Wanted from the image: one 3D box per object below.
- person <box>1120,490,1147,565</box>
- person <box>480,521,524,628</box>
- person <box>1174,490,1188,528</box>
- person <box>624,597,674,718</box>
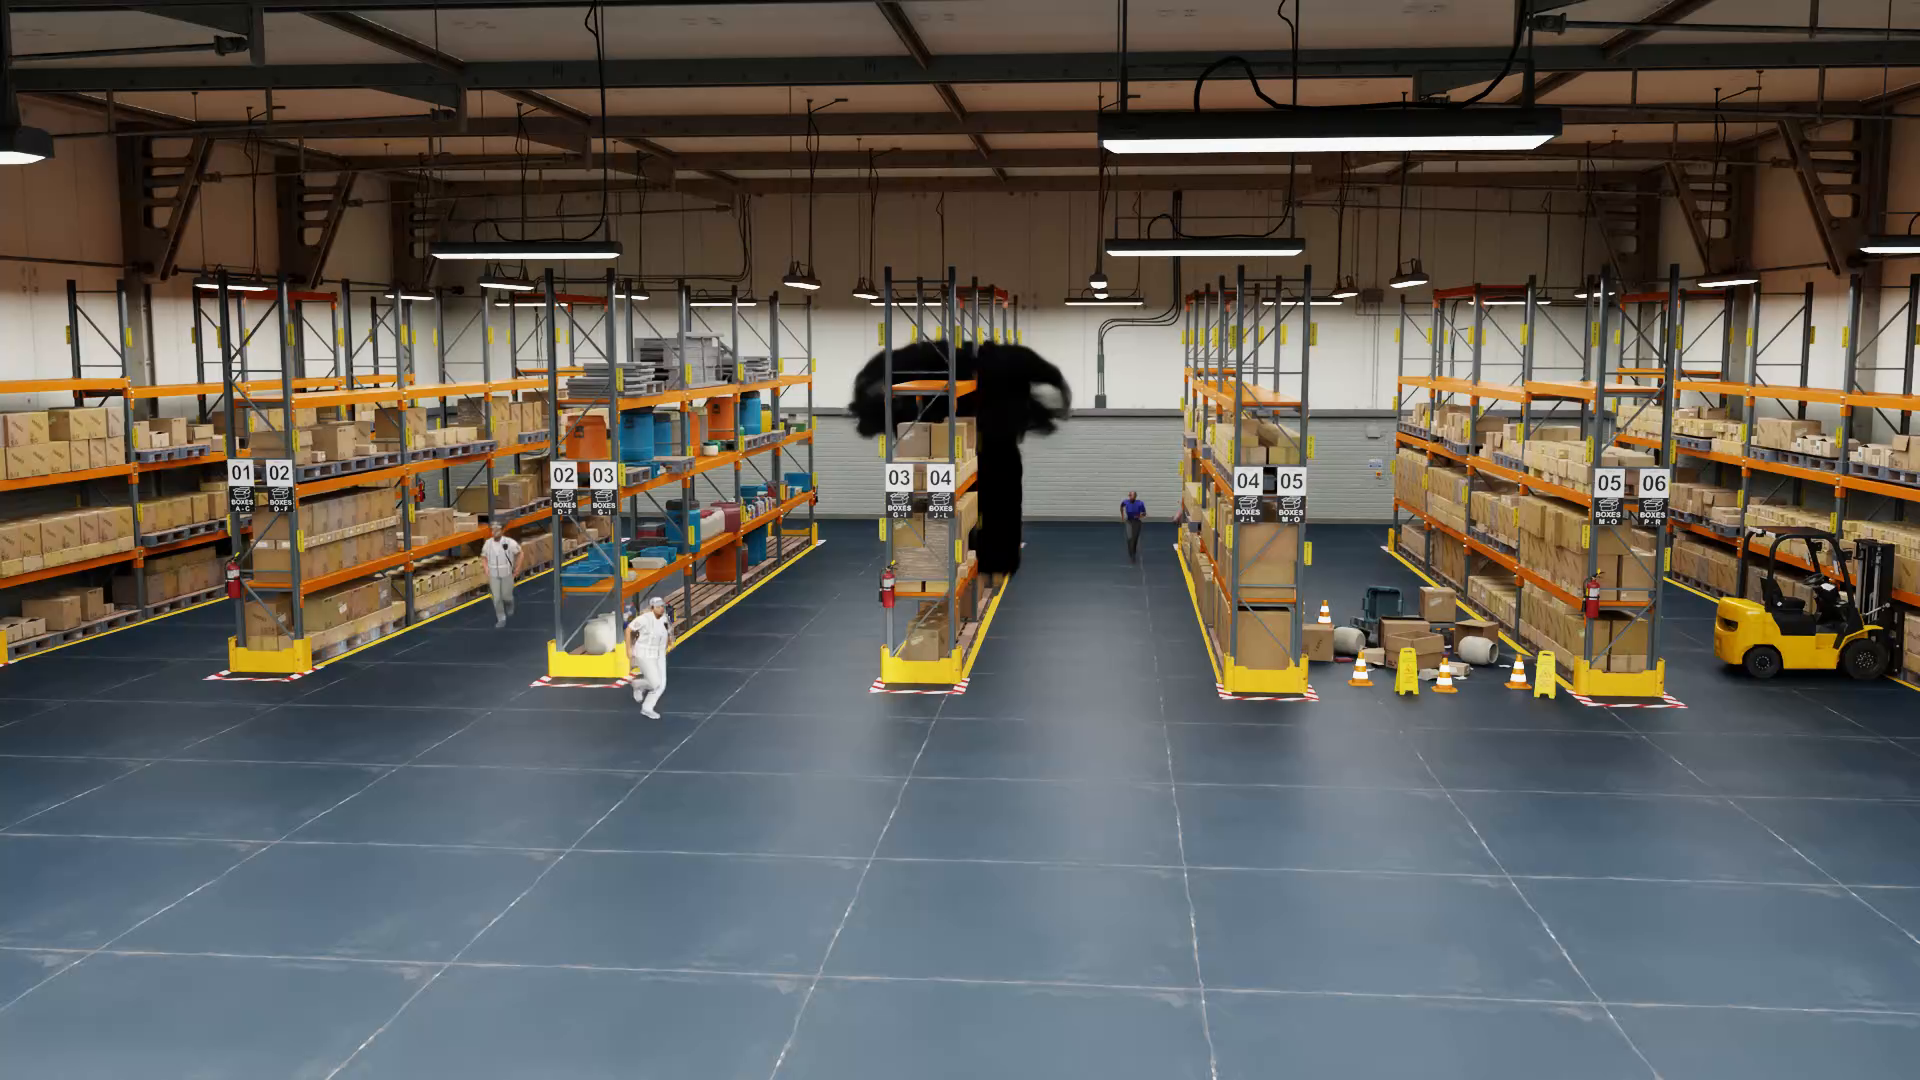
[{"bbox_3d":[3.867,-0.299,37.134,0.580,1.664,0.994,0,7,3],"label":"person"},{"bbox_3d":[-7.482,0.553,27.152,0.678,1.756,0.673,0,7,0],"label":"person"},{"bbox_3d":[5.592,-0.784,41.027,0.590,1.636,0.563,-3,8,-26],"label":"person"},{"bbox_3d":[-4.066,1.557,21.991,0.629,1.620,0.645,6,9,40],"label":"person"}]
